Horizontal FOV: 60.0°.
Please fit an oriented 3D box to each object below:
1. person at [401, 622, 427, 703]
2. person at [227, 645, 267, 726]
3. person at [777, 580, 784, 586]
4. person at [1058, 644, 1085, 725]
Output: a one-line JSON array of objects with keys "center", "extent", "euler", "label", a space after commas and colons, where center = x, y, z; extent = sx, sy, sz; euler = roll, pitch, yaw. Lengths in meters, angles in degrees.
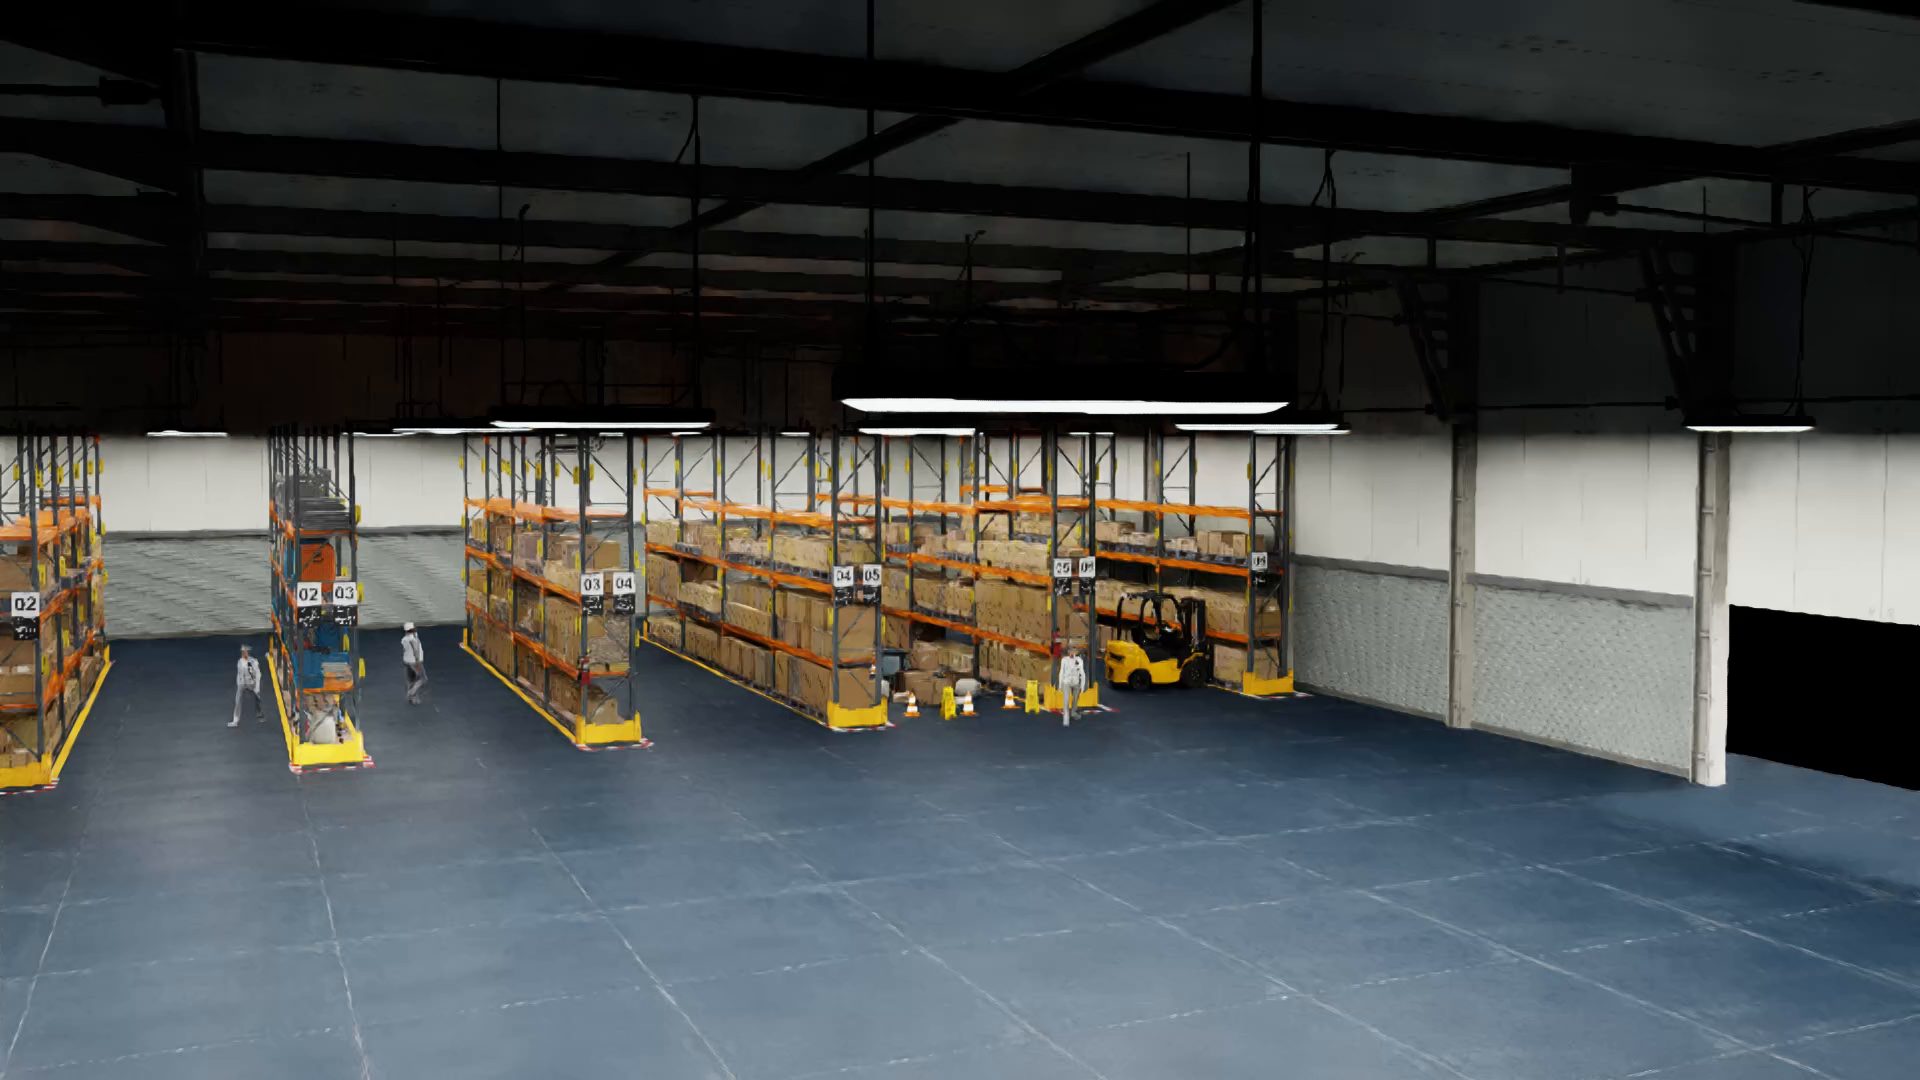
[{"center": [-11.830, 2.643, 35.914], "extent": [0.569, 1.770, 0.446], "euler": [3, 4, 39], "label": "person"}, {"center": [-14.193, 2.881, 33.138], "extent": [0.526, 1.620, 0.921], "euler": [0, 3, 2], "label": "person"}, {"center": [-5.351, 1.898, 48.535], "extent": [0.598, 1.686, 1.193], "euler": [-1, 4, -21], "label": "person"}, {"center": [2.246, 2.869, 33.436], "extent": [0.521, 1.611, 0.934], "euler": [0, 3, -3], "label": "person"}]
